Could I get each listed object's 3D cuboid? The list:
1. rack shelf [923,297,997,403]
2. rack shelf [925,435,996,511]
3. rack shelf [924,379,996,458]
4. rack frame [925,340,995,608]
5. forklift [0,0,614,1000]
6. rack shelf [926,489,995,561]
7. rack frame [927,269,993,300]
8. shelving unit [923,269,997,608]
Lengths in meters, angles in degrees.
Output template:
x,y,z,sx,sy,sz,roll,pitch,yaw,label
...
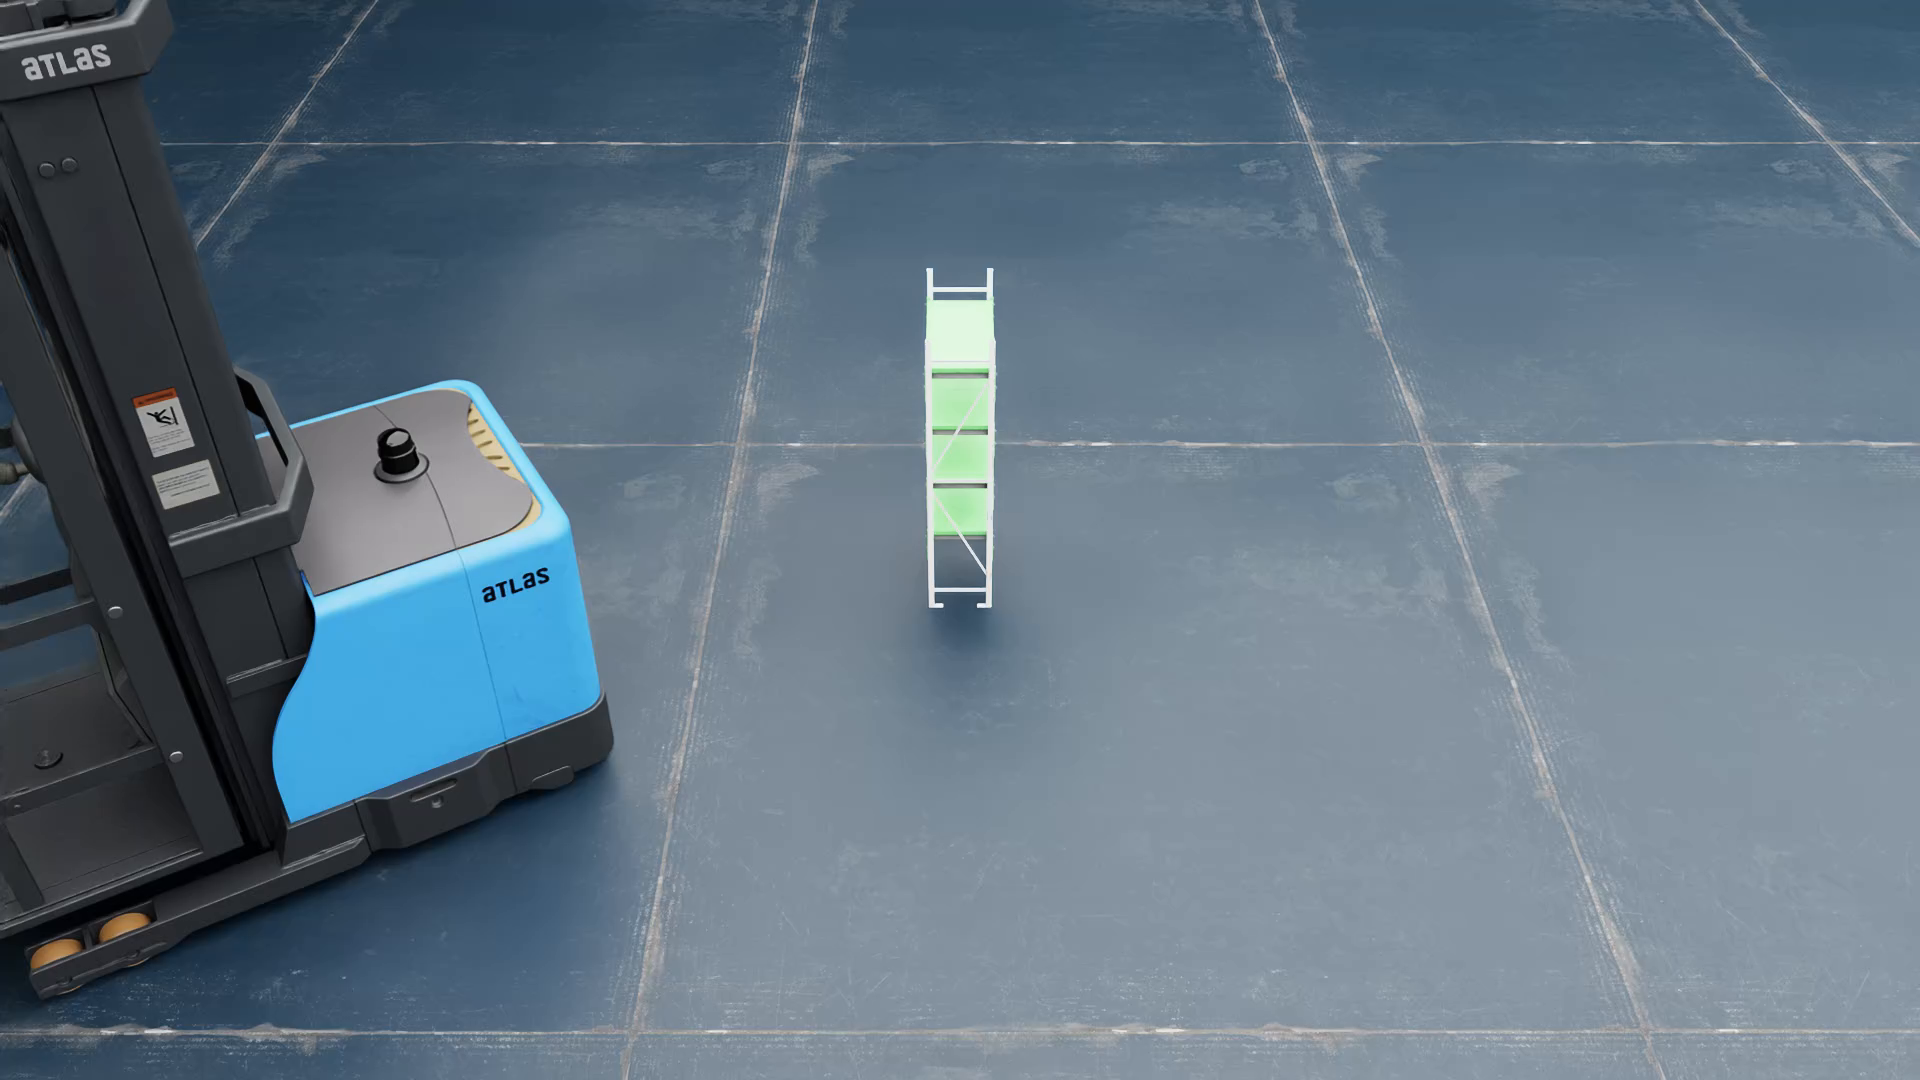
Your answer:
x,y,z,sx,sy,sz,roll,pitch,yaw,label
0.000,-0.689,5.985,0.258,0.148,0.480,0,39,0,rack shelf
0.000,-0.315,6.286,0.258,0.148,0.480,0,39,0,rack shelf
0.000,-0.502,6.135,0.258,0.148,0.480,0,39,0,rack shelf
0.000,-0.212,6.055,0.240,1.200,0.015,0,39,0,rack frame
-2.727,-0.151,4.594,3.031,2.935,1.130,-21,43,-24,forklift
0.000,-0.128,6.436,0.258,0.148,0.480,0,39,0,rack shelf
0.000,-0.517,6.436,0.240,1.200,0.015,0,39,0,rack frame
0.000,-0.365,6.246,0.258,1.200,0.503,0,39,0,shelving unit
